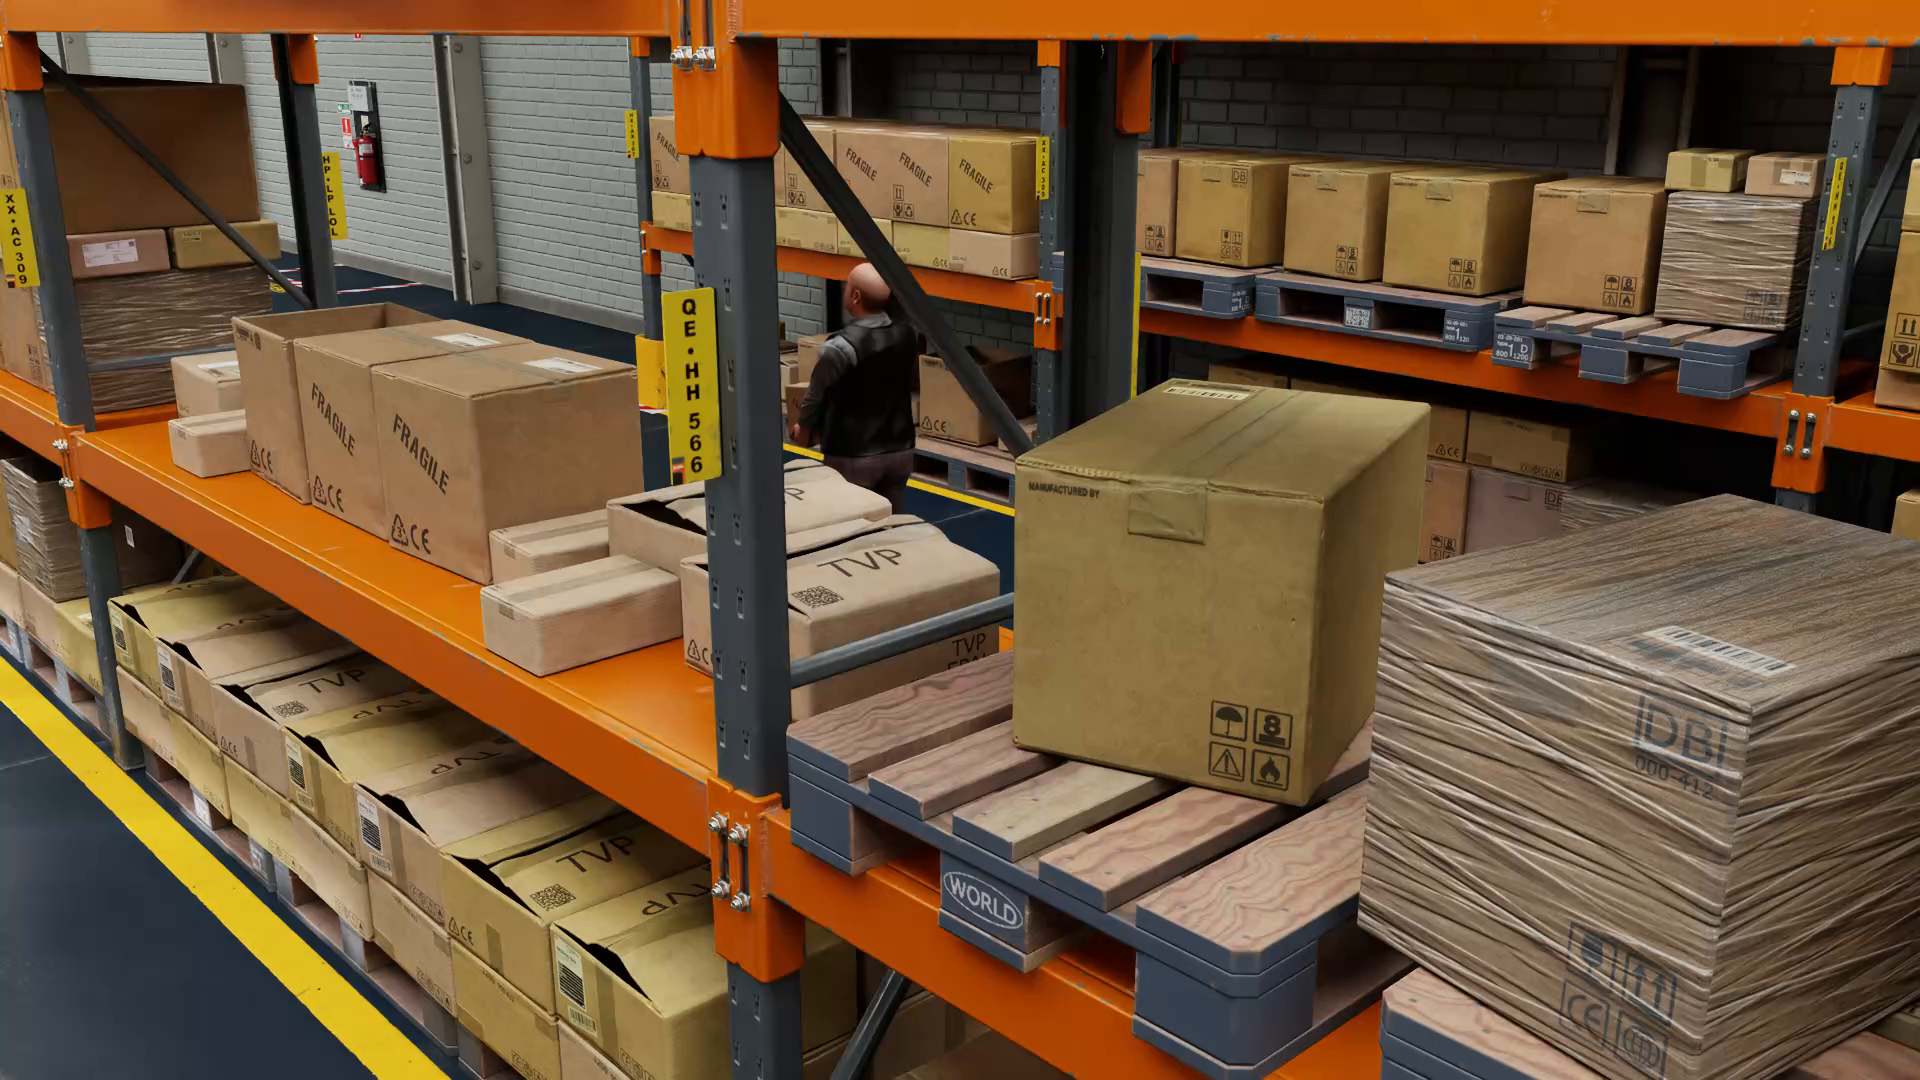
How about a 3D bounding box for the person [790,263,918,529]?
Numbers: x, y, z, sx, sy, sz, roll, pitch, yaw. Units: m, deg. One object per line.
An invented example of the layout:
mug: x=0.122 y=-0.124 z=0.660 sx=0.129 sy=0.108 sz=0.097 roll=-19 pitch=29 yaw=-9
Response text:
person: x=-0.480 y=-0.372 z=7.306 sx=0.494 sy=1.711 sz=0.551 roll=-15 pitch=23 yaw=-41
